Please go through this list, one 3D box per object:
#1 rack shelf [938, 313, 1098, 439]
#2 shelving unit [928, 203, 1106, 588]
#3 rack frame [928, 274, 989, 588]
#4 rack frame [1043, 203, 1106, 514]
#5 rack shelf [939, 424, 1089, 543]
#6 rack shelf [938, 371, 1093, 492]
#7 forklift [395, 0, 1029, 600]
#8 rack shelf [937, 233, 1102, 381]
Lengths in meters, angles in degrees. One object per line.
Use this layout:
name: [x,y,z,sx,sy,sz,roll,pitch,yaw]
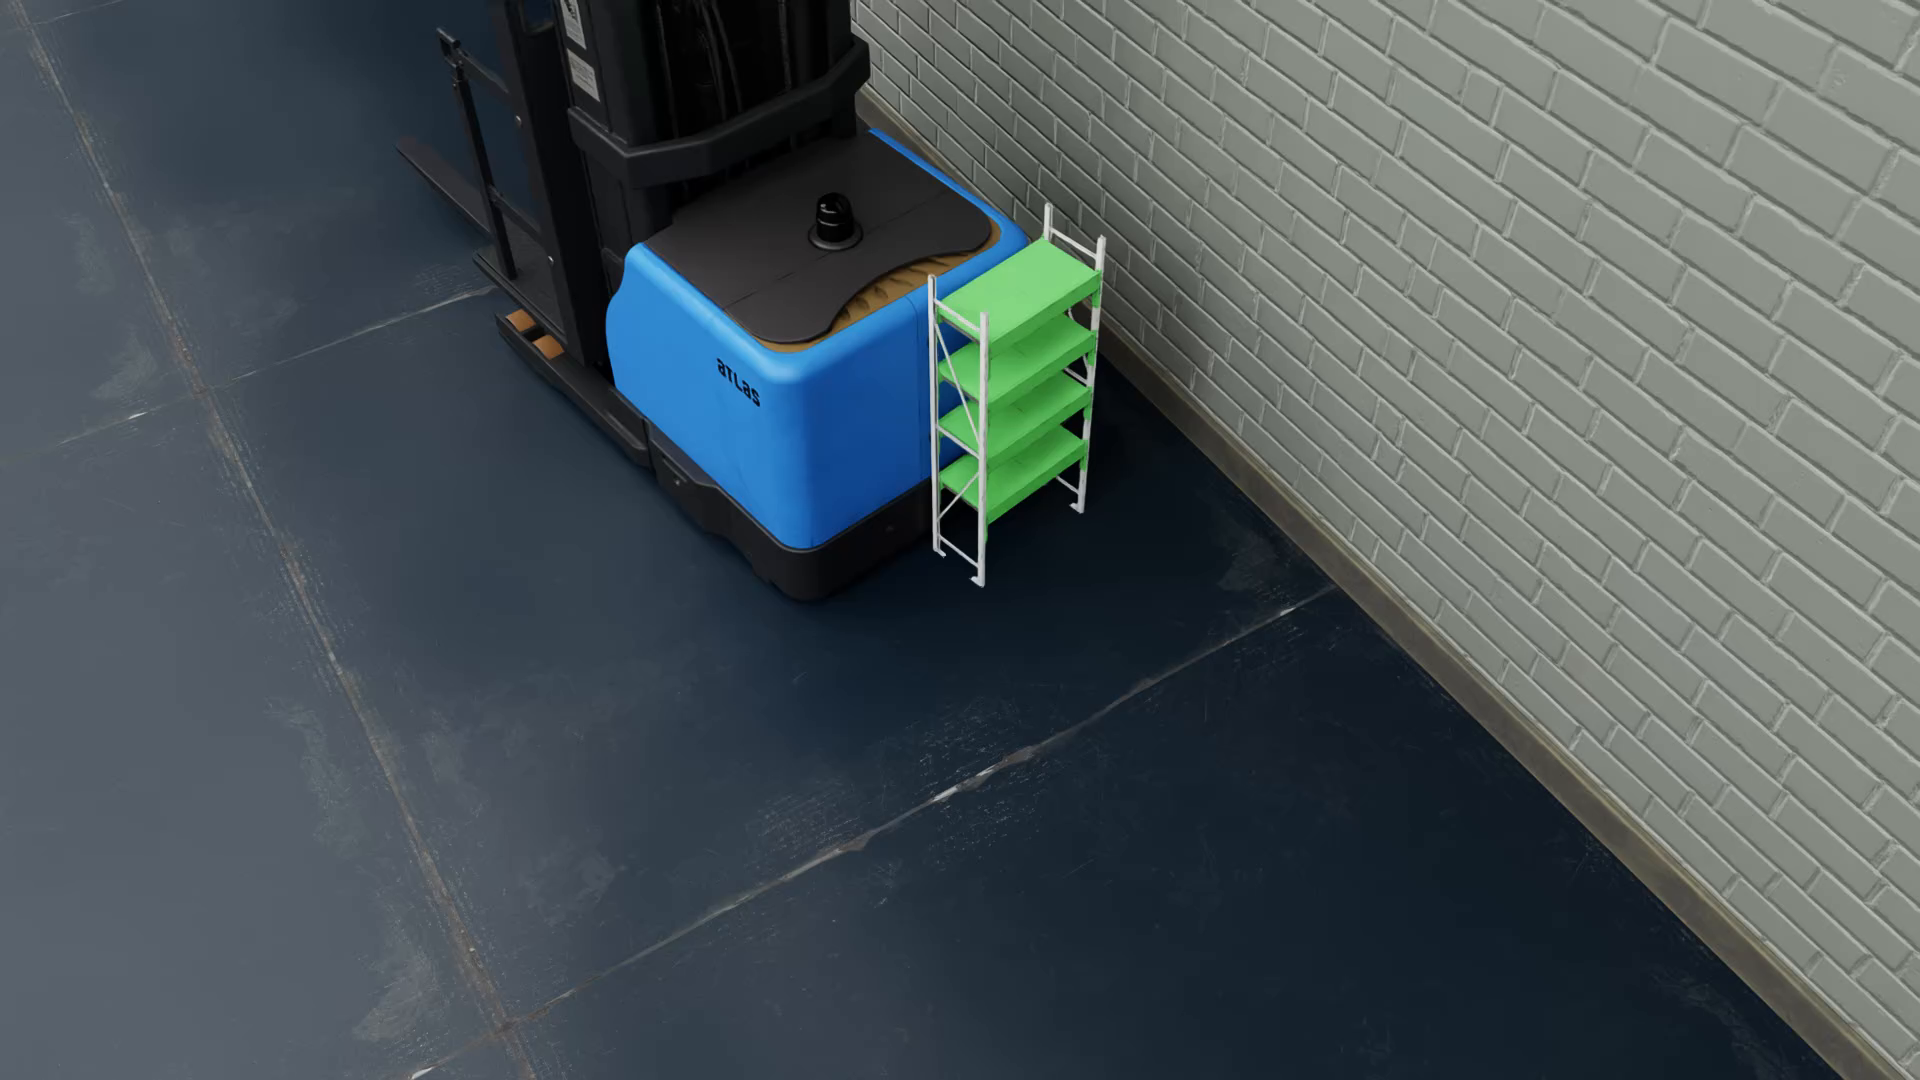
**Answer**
rack shelf: [0.171,-0.549,5.199,0.480,0.148,0.258,-36,57,-27]
shelving unit: [0.171,-0.432,5.331,0.503,1.200,0.258,-36,57,-27]
rack frame: [-0.005,-0.305,5.218,0.015,1.200,0.240,-36,57,-27]
rack frame: [0.347,-0.558,5.443,0.015,1.200,0.240,-36,57,-27]
rack shelf: [0.171,-0.230,5.558,0.480,0.148,0.258,-36,57,-27]
rack shelf: [0.171,-0.389,5.379,0.480,0.148,0.258,-36,57,-27]
forklift: [-1.114,-1.805,5.395,1.130,2.935,3.031,-33,56,-26]
rack shelf: [0.171,-0.709,5.020,0.480,0.148,0.258,-36,57,-27]
